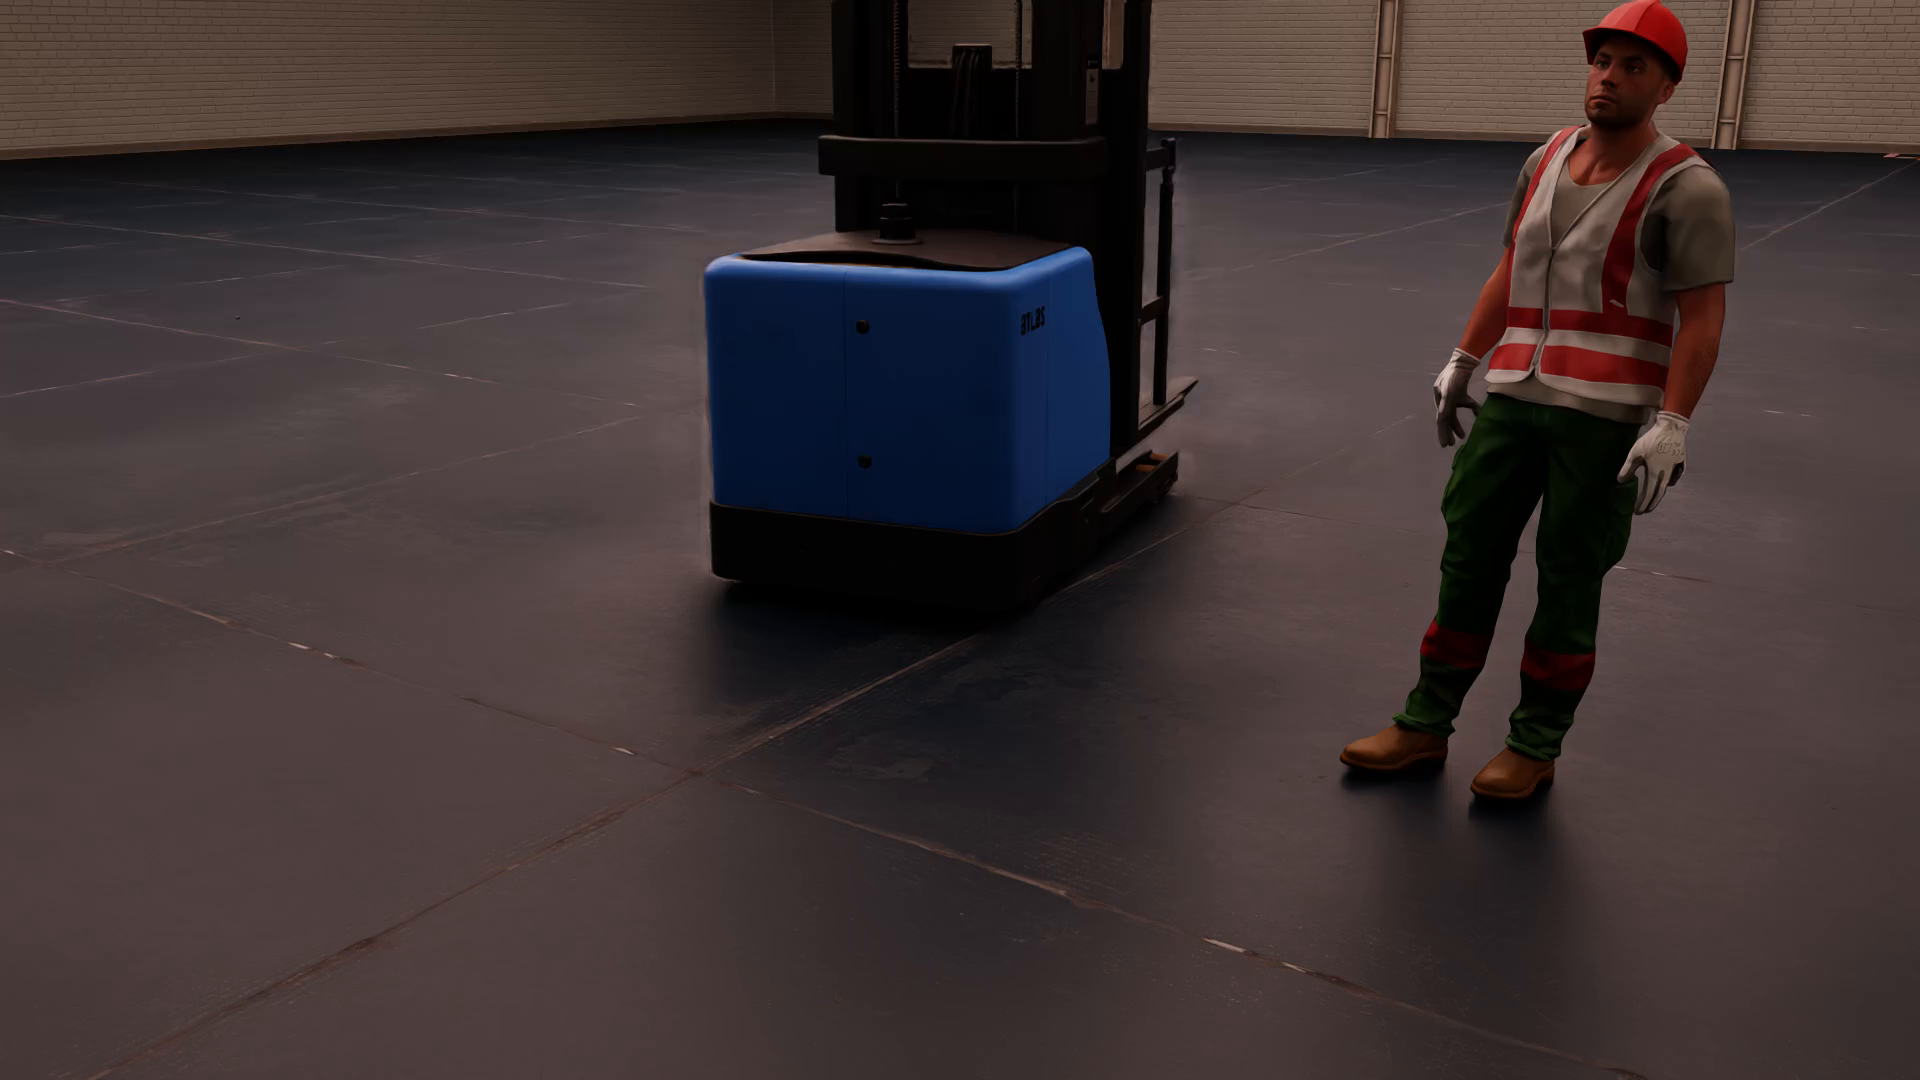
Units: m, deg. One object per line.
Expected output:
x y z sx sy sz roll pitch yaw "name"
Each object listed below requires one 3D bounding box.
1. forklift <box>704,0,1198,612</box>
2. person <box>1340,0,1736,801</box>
0.217 -1.569 6.079 1.130 2.935 3.031 7 18 21 "forklift"
1.303 -0.276 3.724 0.565 1.787 0.638 -11 20 -33 "person"
